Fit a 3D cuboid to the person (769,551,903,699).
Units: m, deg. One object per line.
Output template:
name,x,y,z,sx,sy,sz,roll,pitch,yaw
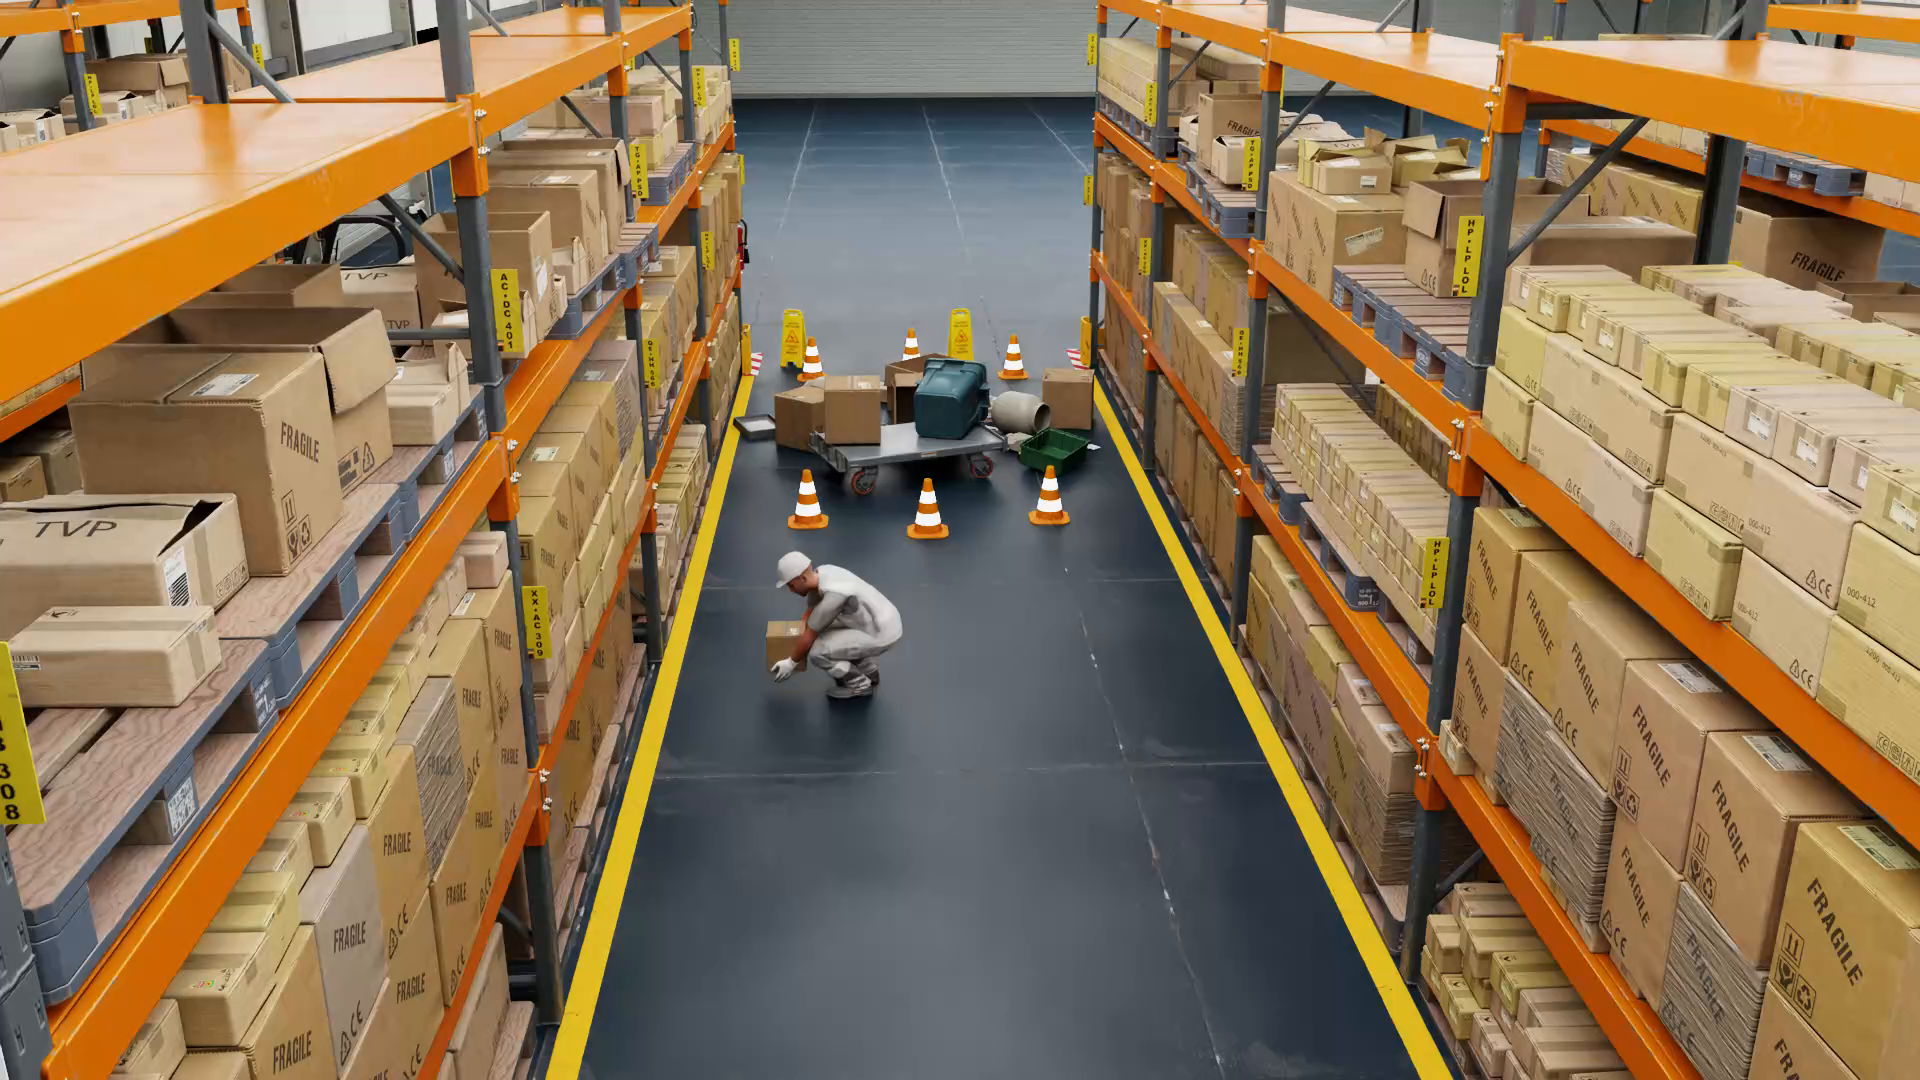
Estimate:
person,-0.804,0.523,10.769,0.874,1.005,0.551,-1,20,-4
